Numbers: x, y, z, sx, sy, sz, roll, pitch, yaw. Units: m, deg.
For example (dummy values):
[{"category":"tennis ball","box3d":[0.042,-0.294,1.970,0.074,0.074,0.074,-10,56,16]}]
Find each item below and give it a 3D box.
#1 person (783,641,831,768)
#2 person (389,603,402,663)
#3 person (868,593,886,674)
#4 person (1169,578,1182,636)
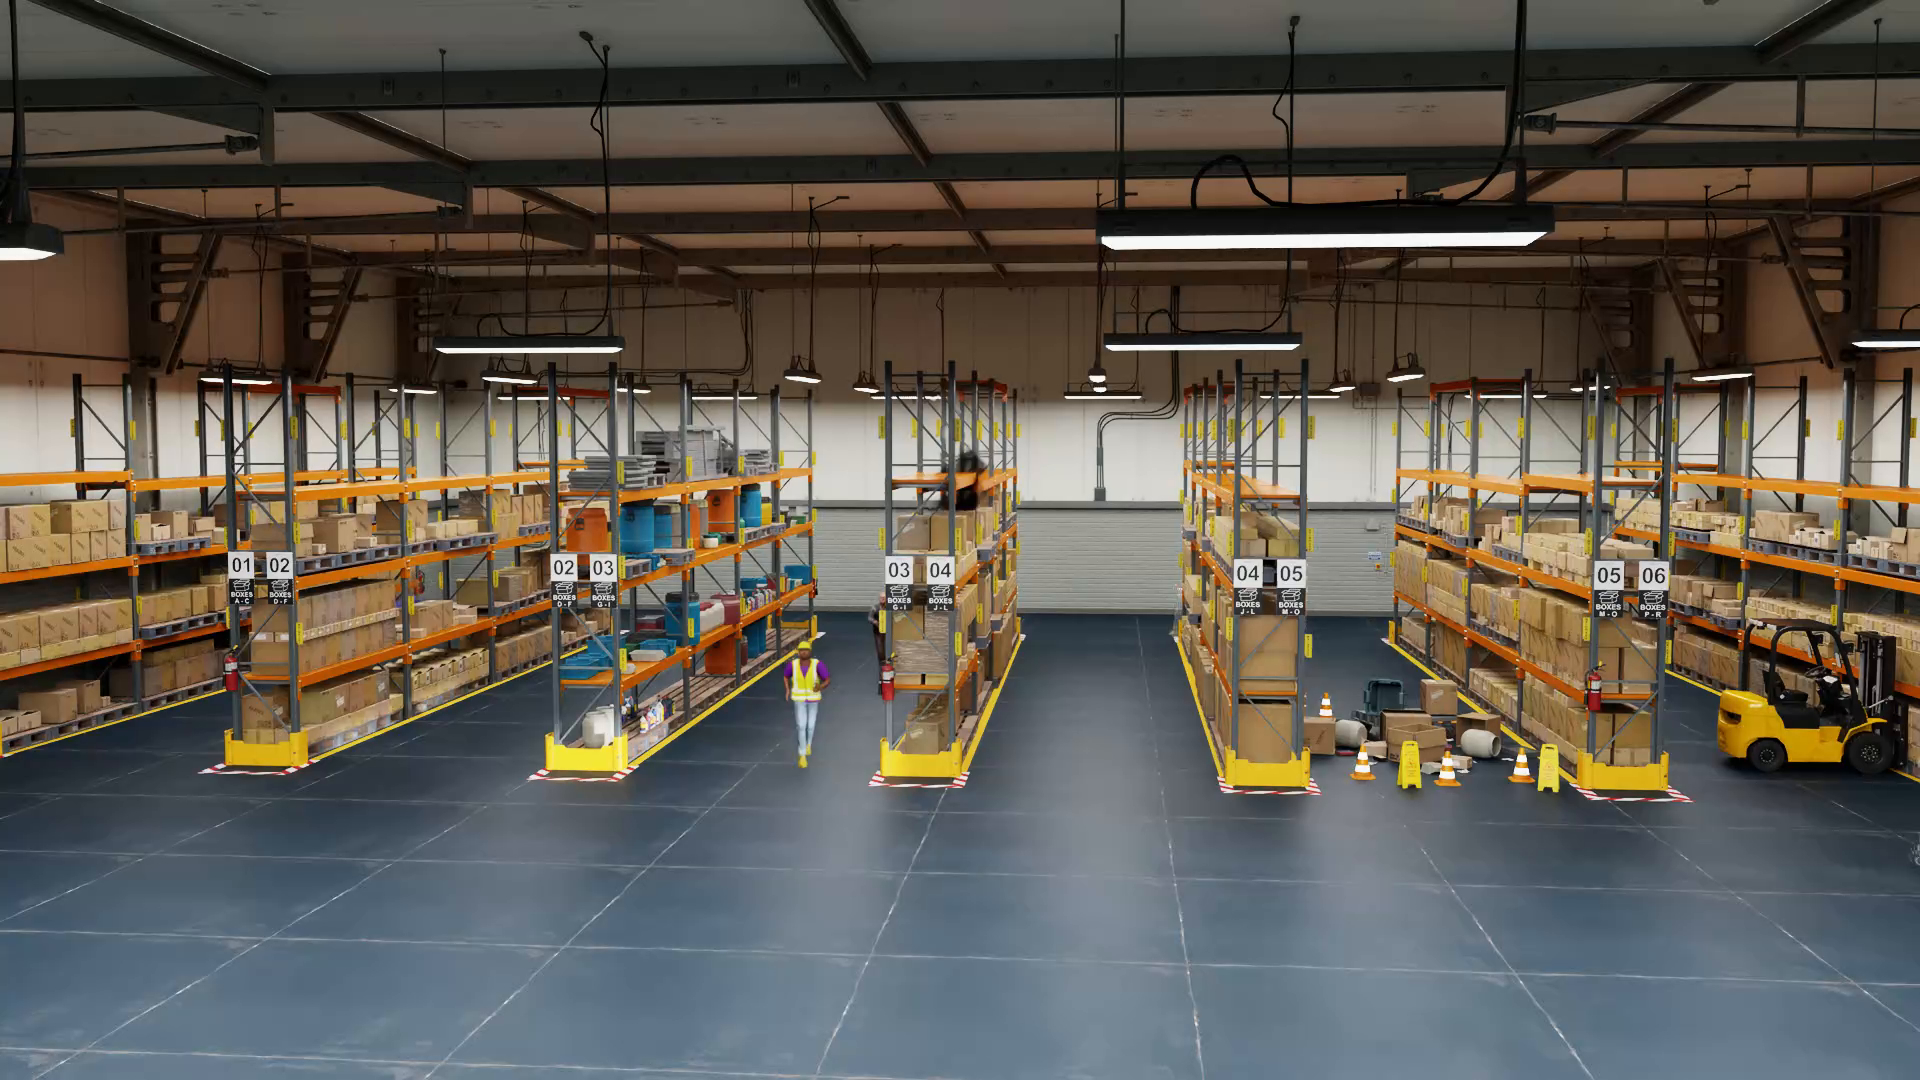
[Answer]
[{"category":"person","box3d":[-2.259,2.393,24.602,0.690,1.813,0.832,-1,4,-8]},{"category":"person","box3d":[-12.006,1.901,35.138,0.582,1.618,0.578,0,4,-2]},{"category":"person","box3d":[-1.554,1.925,33.600,0.610,1.754,0.889,0,4,4]},{"category":"person","box3d":[5.514,1.428,40.466,0.905,1.782,0.639,-2,4,-27]}]
